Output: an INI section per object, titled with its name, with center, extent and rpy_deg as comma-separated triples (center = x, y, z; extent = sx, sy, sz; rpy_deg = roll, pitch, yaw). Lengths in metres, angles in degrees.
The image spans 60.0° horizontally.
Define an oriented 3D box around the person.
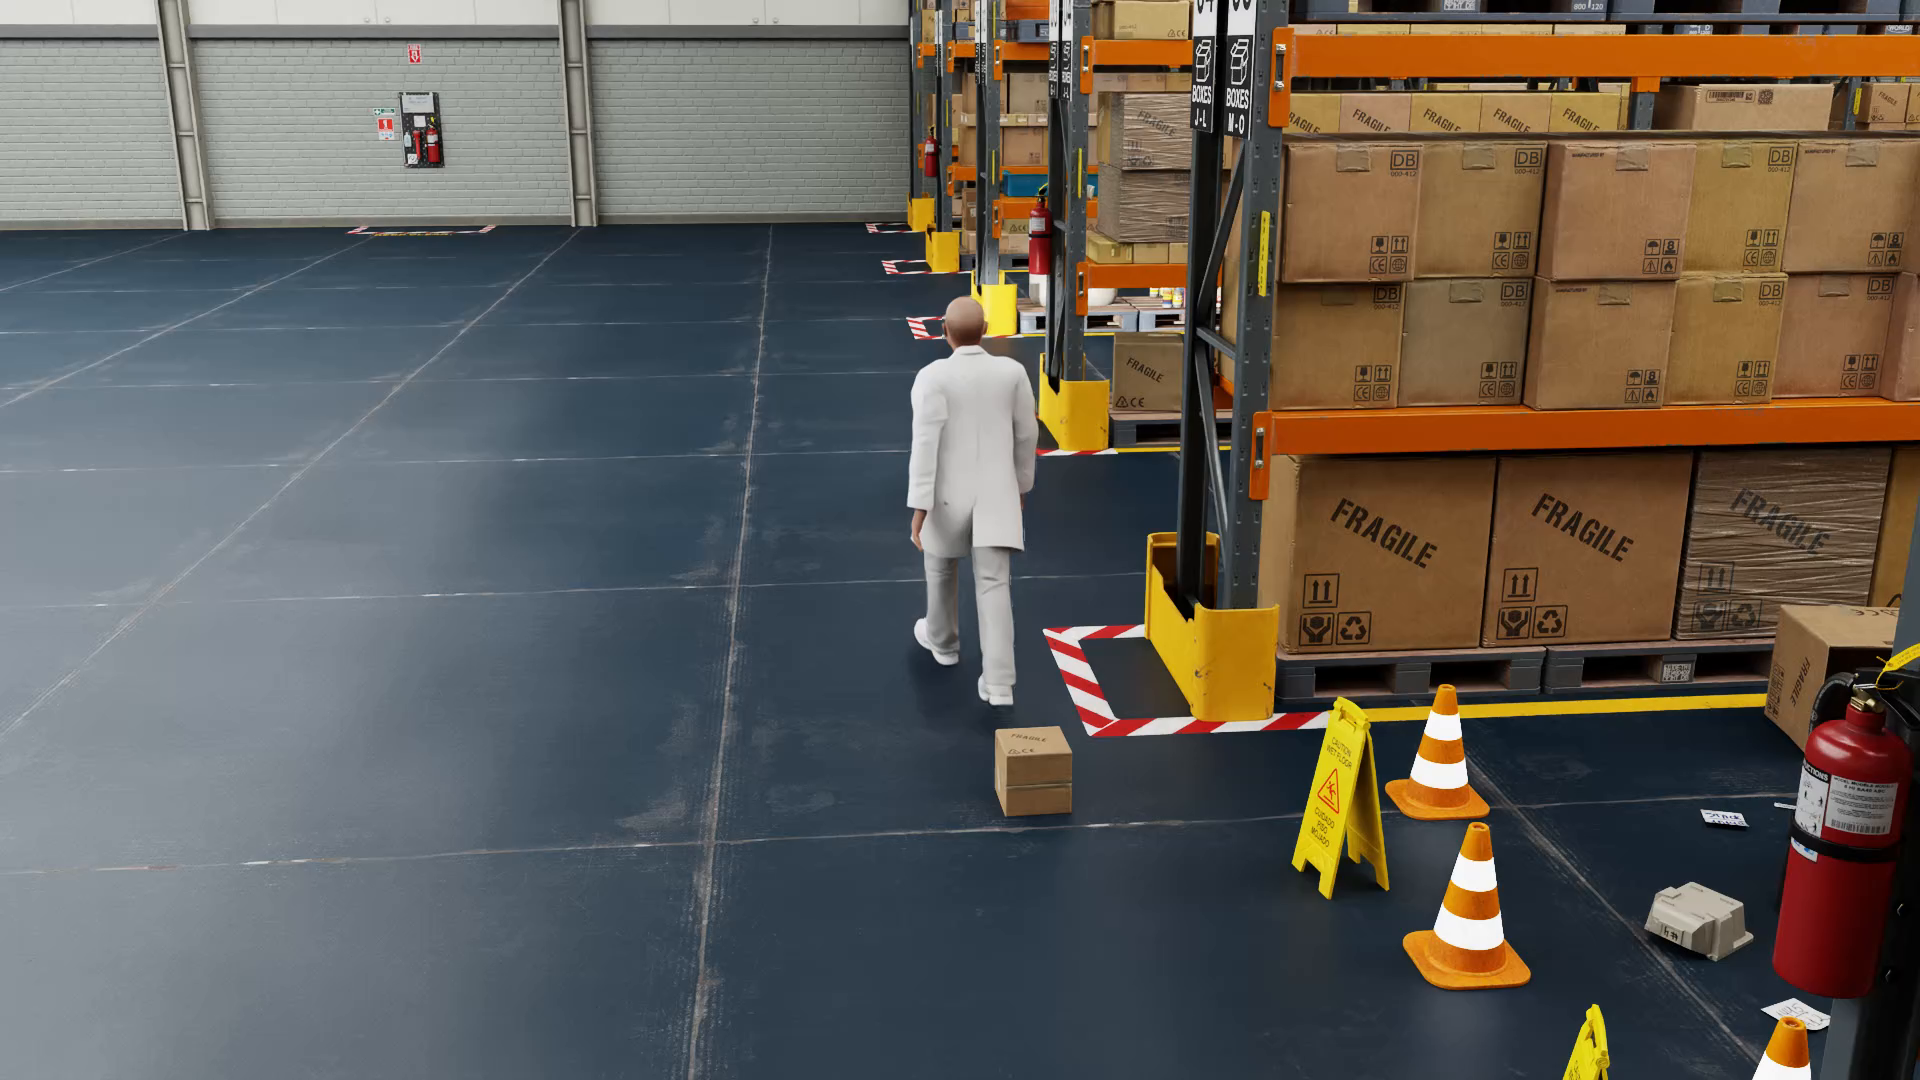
[person]
center = 0.051, -0.189, 7.238
extent = 0.612, 1.726, 1.151
rpy_deg = -3, 17, -10
